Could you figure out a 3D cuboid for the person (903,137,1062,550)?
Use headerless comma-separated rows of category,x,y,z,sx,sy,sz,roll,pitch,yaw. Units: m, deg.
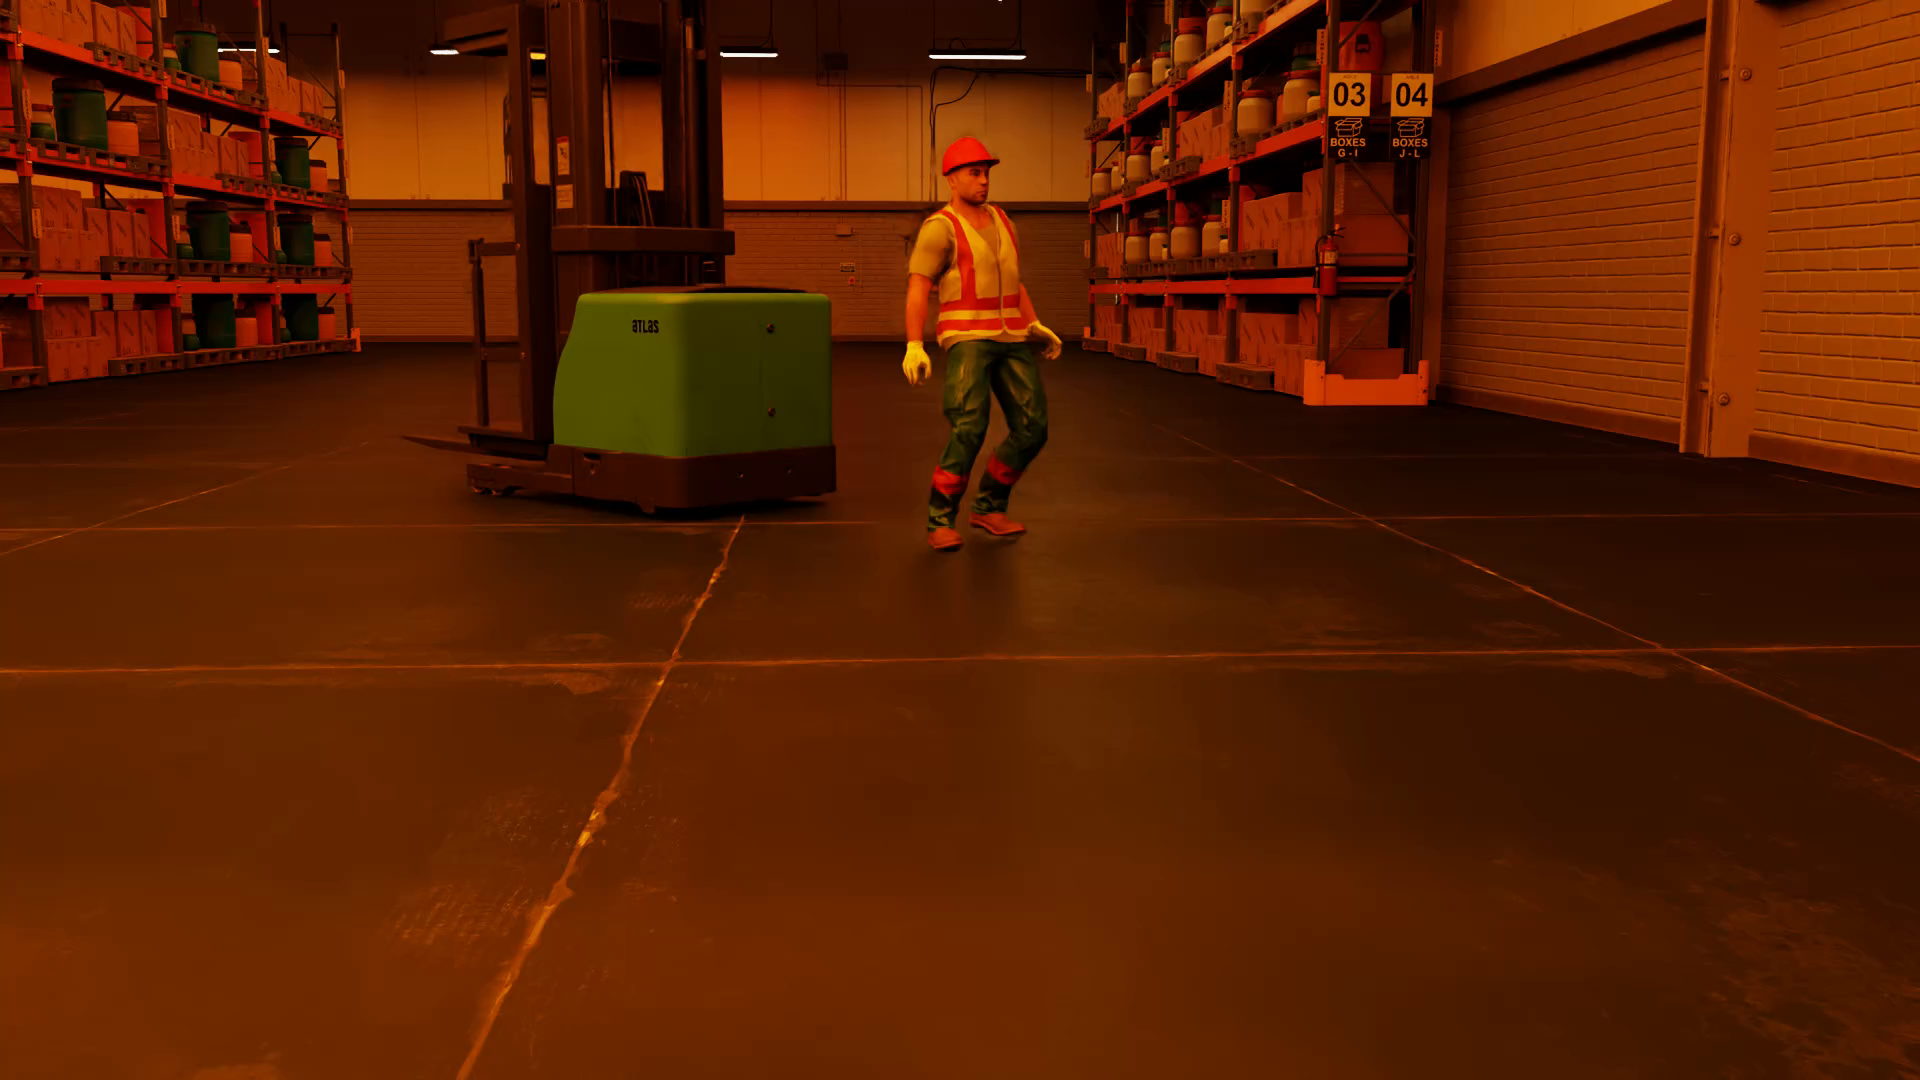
person,0.078,-0.835,7.101,0.783,1.730,0.430,-7,11,-39

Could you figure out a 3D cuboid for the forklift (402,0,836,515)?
forklift,-2.038,-1.731,8.990,3.031,2.935,1.130,8,12,44
